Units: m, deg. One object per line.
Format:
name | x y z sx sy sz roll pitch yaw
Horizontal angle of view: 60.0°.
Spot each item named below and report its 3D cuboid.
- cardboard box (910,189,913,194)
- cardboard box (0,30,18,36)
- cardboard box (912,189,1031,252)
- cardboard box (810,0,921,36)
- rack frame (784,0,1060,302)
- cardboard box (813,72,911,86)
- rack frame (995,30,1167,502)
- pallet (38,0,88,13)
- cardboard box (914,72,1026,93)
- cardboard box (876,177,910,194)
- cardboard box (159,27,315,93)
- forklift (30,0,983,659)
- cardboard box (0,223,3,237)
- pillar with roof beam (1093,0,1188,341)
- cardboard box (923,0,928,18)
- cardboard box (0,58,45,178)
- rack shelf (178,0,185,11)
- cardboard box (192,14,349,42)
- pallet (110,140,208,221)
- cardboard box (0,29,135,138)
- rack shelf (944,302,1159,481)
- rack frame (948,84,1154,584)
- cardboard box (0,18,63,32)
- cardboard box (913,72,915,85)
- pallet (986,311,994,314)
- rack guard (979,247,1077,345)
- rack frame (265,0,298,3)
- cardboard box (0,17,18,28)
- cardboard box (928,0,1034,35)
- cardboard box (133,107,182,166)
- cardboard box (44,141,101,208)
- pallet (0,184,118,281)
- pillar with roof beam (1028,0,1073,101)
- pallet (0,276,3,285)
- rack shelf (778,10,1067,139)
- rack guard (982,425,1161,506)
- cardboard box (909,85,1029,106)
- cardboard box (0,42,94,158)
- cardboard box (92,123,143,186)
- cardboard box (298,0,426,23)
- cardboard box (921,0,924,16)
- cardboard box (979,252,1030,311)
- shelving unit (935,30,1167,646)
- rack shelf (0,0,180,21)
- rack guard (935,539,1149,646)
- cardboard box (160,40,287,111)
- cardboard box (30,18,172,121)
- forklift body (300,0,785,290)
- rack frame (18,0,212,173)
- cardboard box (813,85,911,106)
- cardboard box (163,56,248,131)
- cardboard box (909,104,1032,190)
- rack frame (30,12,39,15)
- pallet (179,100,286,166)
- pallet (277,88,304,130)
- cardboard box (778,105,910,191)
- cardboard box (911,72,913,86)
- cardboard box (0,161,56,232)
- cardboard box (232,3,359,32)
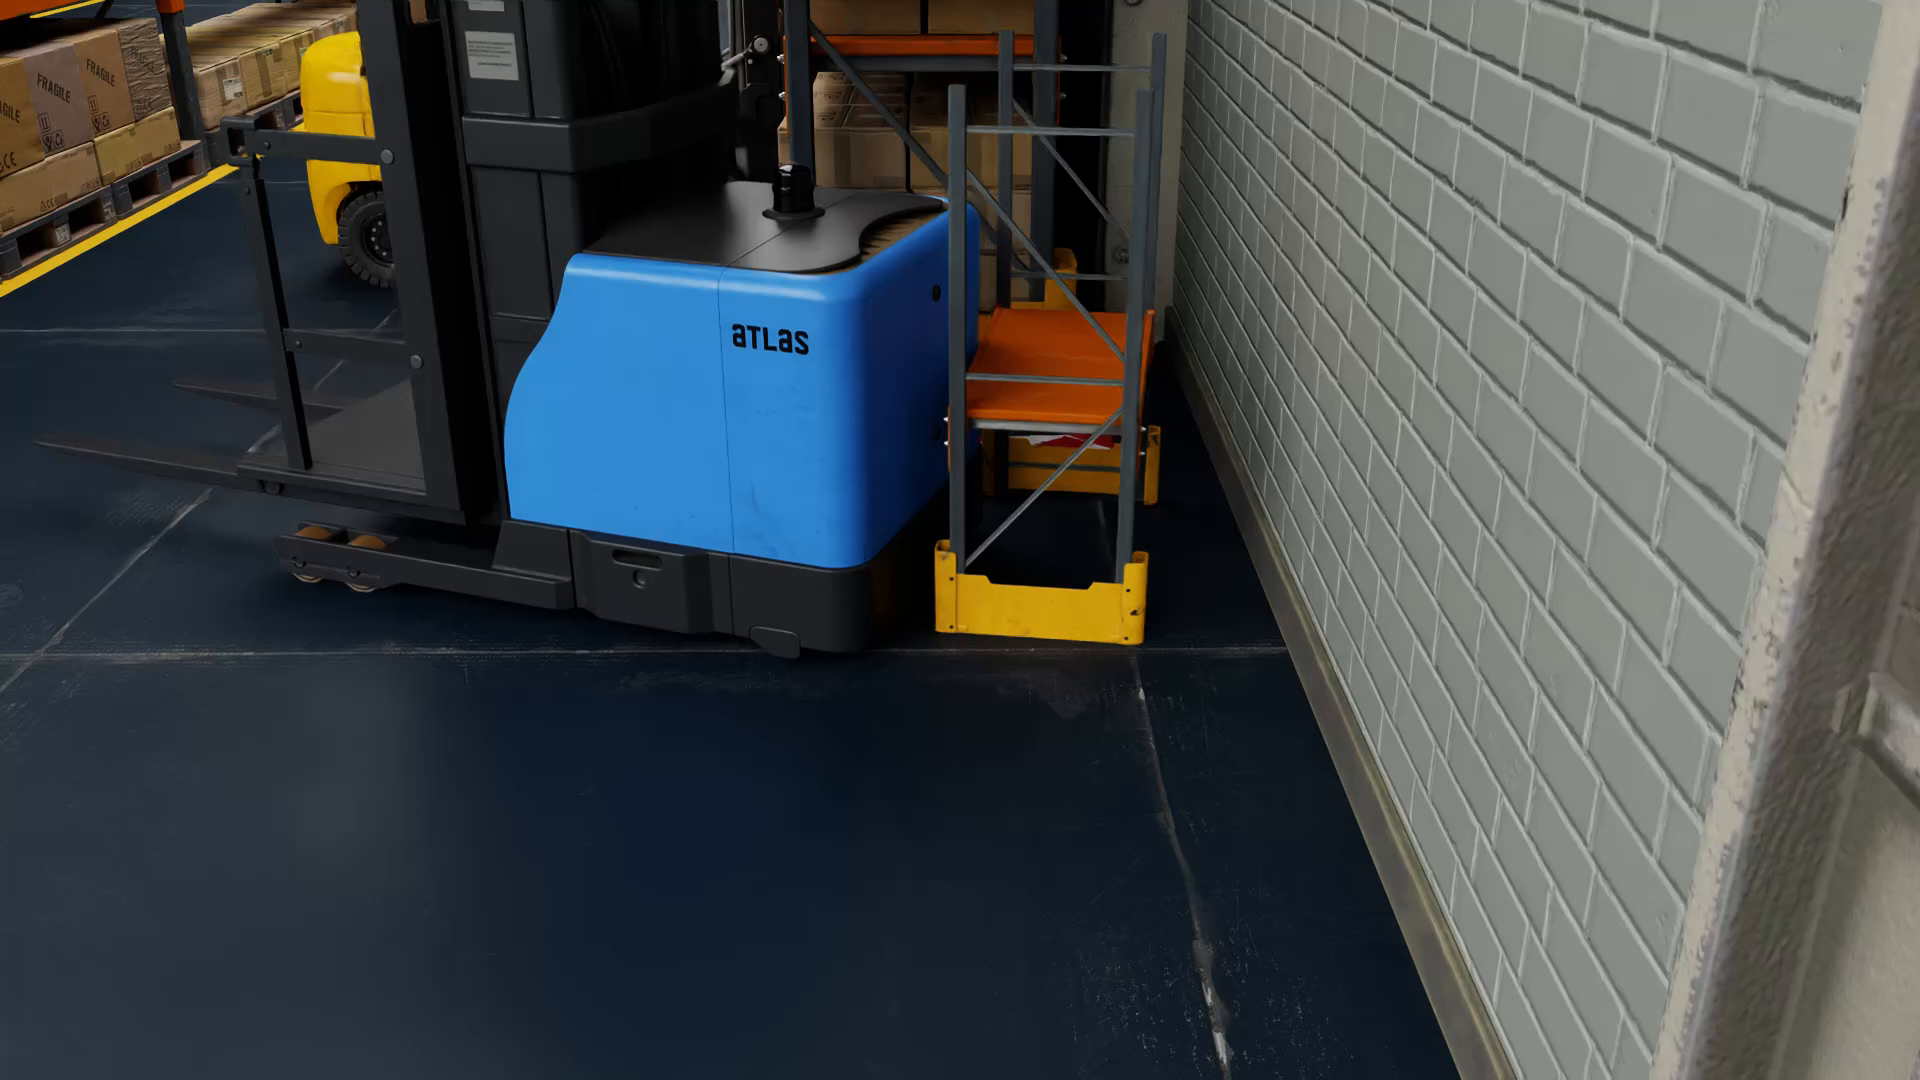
cardboard box | -0.452 -1.585 7.334 0.500 0.250 0.500 0 24 -1
cardboard box | -5.392 -2.452 8.949 0.500 0.500 0.500 1 24 2
cardboard box | 0.063 -1.373 6.867 0.500 0.250 0.500 0 24 0
cardboard box | -0.407 -2.260 6.485 0.500 0.500 0.500 -1 24 -2
rack frame | -0.139 -2.012 6.060 1.000 3.000 0.127 0 24 -1
cardboard box | -0.483 -2.013 7.675 0.500 0.250 0.500 0 24 0
rack frame | 0.366 -0.831 5.267 0.500 1.500 0.032 3 25 8
pallet | -10.225 -5.876 17.985 1.003 0.211 1.213 0 24 -1
cardboard box | 0.041 -2.017 7.684 0.500 0.250 0.500 0 24 -1
cardboard box | -0.457 -1.378 6.877 0.500 0.250 0.500 -1 24 -1
cardboard box | -5.175 -3.430 11.873 0.950 0.372 0.625 1 24 1
forklift | -1.502 -1.374 4.731 3.031 2.935 1.130 8 26 18
cardboard box | -4.833 -1.471 7.690 0.500 0.250 0.500 1 24 1
pillar with roof beam | -3.550 -5.017 5.424 9.100 9.000 0.400 0 24 -1
cardboard box | 0.105 -2.478 6.968 0.500 0.500 0.500 0 24 1
cardboard box | -4.843 -2.034 8.025 0.500 0.500 0.500 0 24 0
rack shelf | -5.168 -4.133 11.622 1.077 0.370 4.000 0 24 -1
cardboard box | -5.178 -3.742 12.563 0.950 0.372 0.625 -1 24 -2
pallet | -5.104 -2.090 9.614 1.003 0.211 1.213 0 24 -1
cardboard box | -4.864 -2.465 8.977 0.500 0.500 0.500 0 24 0
rack shelf | 0.294 -0.460 4.883 0.538 0.185 1.000 3 25 8
rack frame | 0.221 -0.416 4.351 0.500 1.500 0.032 3 25 8
cardboard box | -5.410 -2.673 9.437 0.500 0.500 0.500 1 24 2
cardboard box | -0.479 -2.438 8.615 0.500 0.250 0.500 1 24 1
pallet | -0.190 -1.057 7.331 1.003 0.211 1.213 0 24 -1
rack guard | -0.139 -0.864 6.553 1.175 0.500 0.348 0 24 -1
rack frame | -5.190 -5.285 13.296 1.000 3.000 0.127 0 24 -1
cardboard box | -5.469 -2.916 9.188 0.380 0.149 0.250 0 24 0
cardboard box | 0.133 -2.263 6.493 0.500 0.500 0.500 1 24 1
cardboard box | -4.871 -2.333 9.595 0.500 0.250 0.500 1 24 2
cardboard box | -4.854 -1.904 8.647 0.500 0.250 0.500 0 24 0
pallet | -5.087 -1.586 8.500 1.003 0.211 1.213 0 24 -1
pillar with roof beam | -3.616 -7.490 10.890 9.100 9.000 0.400 0 24 -1
pallet | -5.077 -1.084 7.391 1.003 0.211 1.213 0 24 -1
rack shelf | -0.161 -2.509 8.030 1.077 0.370 4.000 0 24 -1
rack guard | 0.366 -0.261 5.524 0.587 0.250 0.087 3 25 8
cardboard box | 0.036 -1.811 7.229 0.500 0.250 0.500 0 24 0
cardboard box | -4.858 -2.255 8.512 0.500 0.500 0.500 1 24 2
cardboard box | -4.855 -2.114 9.110 0.500 0.250 0.500 -1 24 -2
cardboard box | -5.114 -4.793 14.277 0.875 0.875 0.875 0 24 -1
cardboard box | -0.404 -2.473 6.958 0.500 0.500 0.500 0 24 1
cardboard box | 0.051 -1.154 6.989 0.500 0.250 0.500 0 24 0
shelving unit | 0.295 -0.627 4.817 0.587 1.500 1.083 3 25 8
rack shelf | -5.125 -2.485 7.977 1.077 0.370 4.000 0 24 -1
rack guard | 0.223 0.145 4.626 0.587 0.250 0.087 3 25 8
cardboard box | -5.166 -3.143 11.239 0.950 0.372 0.625 1 24 3
cardboard box | -4.872 -2.674 9.440 0.500 0.500 0.500 -1 24 -1
forklift body | -1.984 -2.399 7.944 2.313 2.155 1.214 0 24 -1
rack frame | -5.146 -3.637 9.651 1.000 3.000 0.127 0 24 -1
cardboard box | -0.468 -1.805 7.215 0.500 0.250 0.500 0 24 0
cardboard box | -5.155 -2.847 10.584 0.950 0.372 0.625 0 24 0
cardboard box | 0.045 -1.605 6.773 0.500 0.250 0.500 -1 24 -1
rack frame | -10.182 -6.869 16.799 1.000 3.000 0.127 0 24 -1
pallet | -5.156 -2.687 10.935 1.003 0.211 1.213 0 24 -1
pallet | -5.173 -3.191 12.050 1.003 0.211 1.213 0 24 -1
cardboard box | -0.456 -1.595 6.750 0.500 0.250 0.500 1 24 1
cardboard box | -0.481 -2.222 8.137 0.500 0.250 0.500 -1 24 -2
cardboard box | -4.852 -1.696 8.187 0.500 0.250 0.500 1 24 3
cardboard box | -5.194 -4.046 13.236 0.950 0.372 0.625 -2 24 -4
